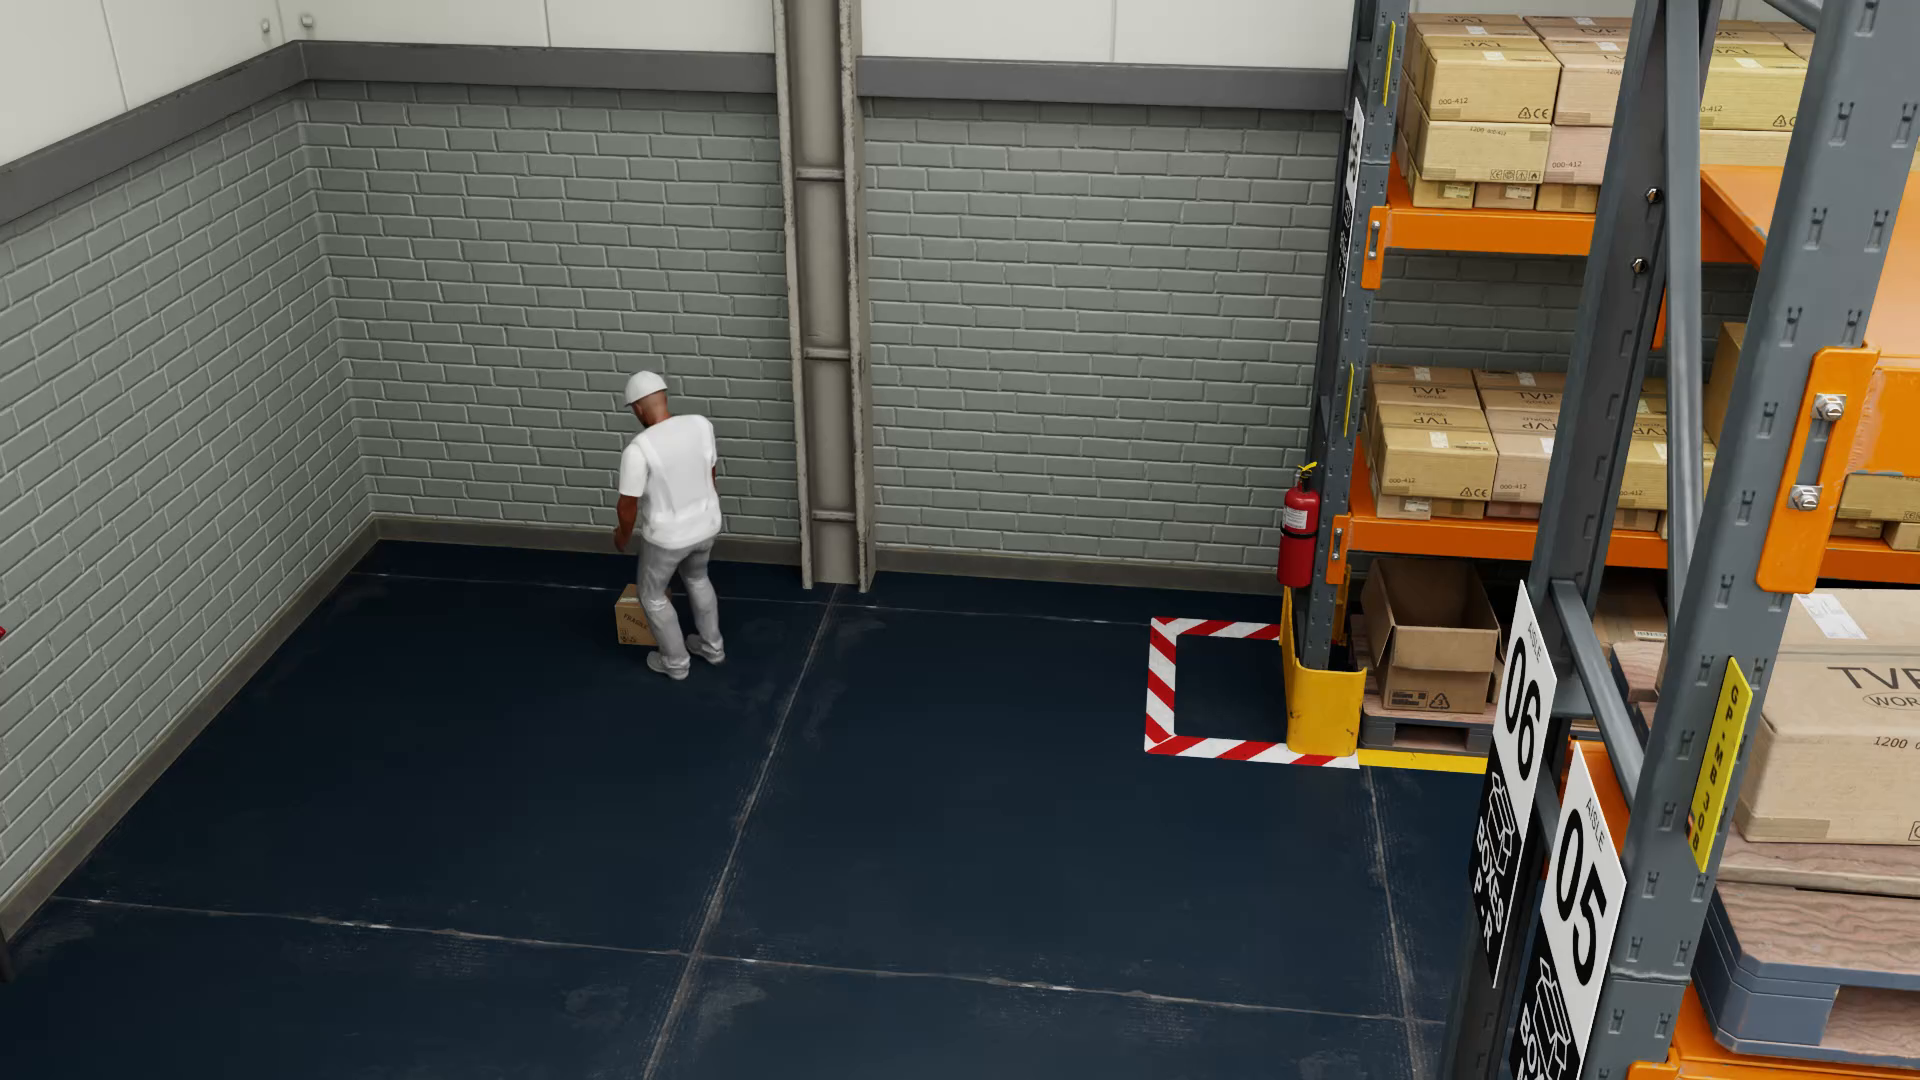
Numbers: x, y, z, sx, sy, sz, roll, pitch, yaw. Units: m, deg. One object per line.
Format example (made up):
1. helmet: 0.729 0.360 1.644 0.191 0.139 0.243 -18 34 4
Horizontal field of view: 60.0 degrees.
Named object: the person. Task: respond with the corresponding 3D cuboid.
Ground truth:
1. person: -1.534 -0.068 8.792 0.595 1.705 0.471 -24 36 -37
